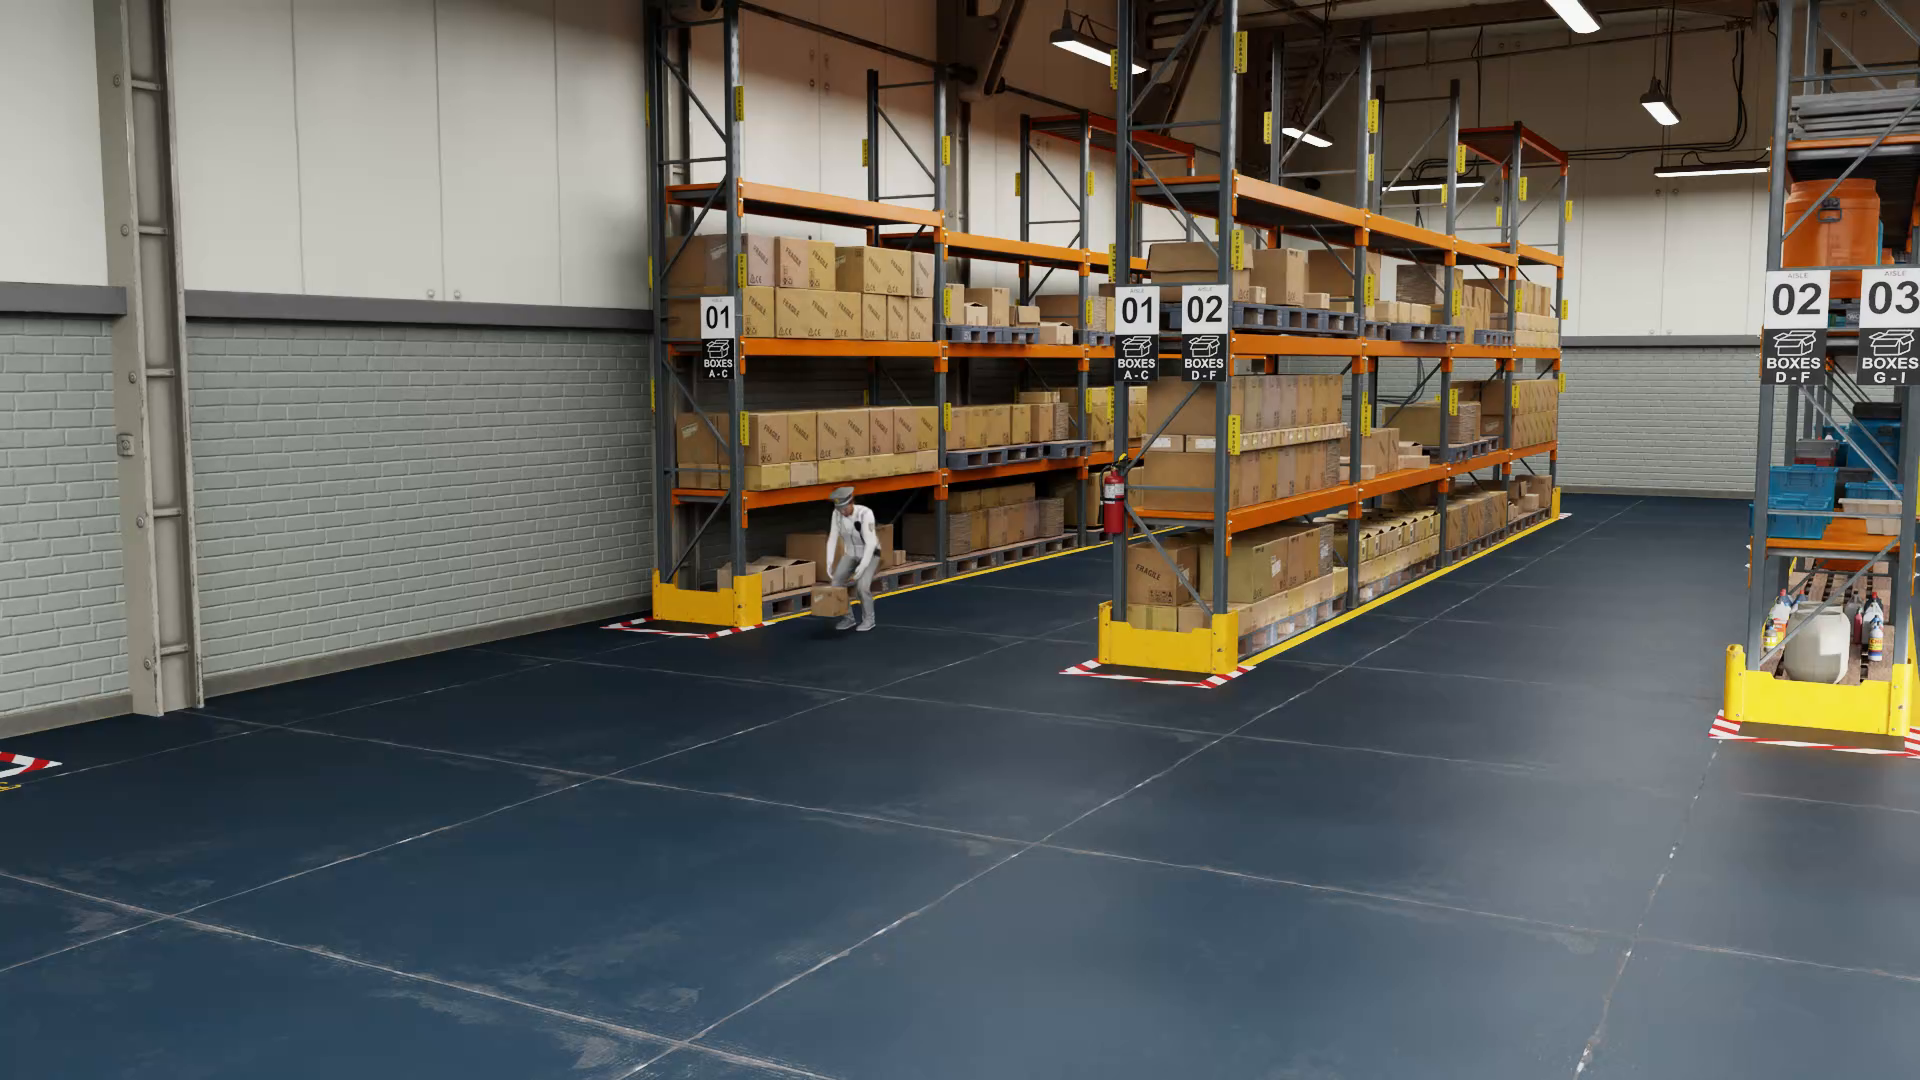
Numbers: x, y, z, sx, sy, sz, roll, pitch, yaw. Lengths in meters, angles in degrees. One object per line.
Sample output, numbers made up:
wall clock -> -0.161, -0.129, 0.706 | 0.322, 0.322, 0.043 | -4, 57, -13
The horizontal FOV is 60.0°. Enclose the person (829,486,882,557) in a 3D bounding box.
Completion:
person -> -1.027, -0.176, 15.962 | 0.380, 0.698, 0.683 | 3, 7, 29
